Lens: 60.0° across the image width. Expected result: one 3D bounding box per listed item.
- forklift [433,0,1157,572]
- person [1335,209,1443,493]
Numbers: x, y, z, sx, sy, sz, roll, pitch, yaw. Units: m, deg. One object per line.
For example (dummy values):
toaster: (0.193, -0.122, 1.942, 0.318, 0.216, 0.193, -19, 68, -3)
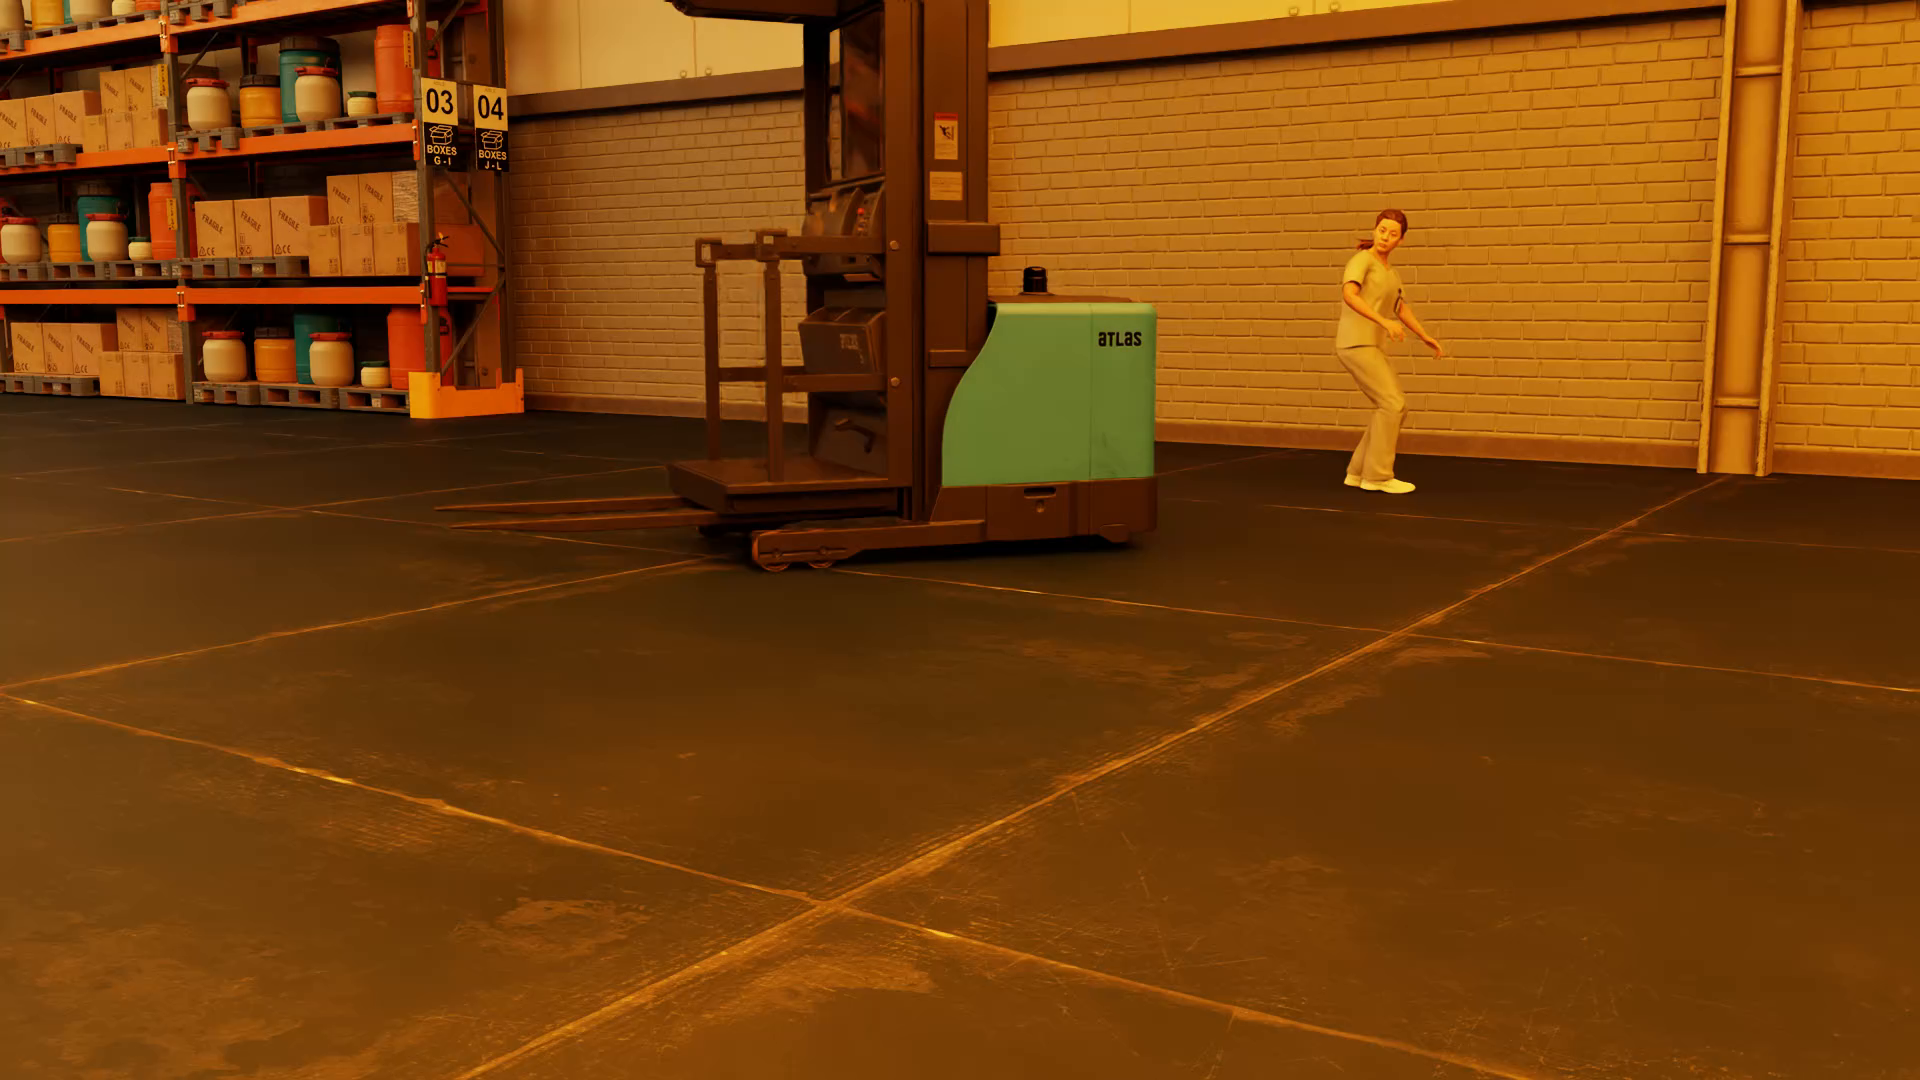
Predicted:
forklift: (-0.689, -1.407, 7.084, 3.031, 2.935, 1.130, -3, 9, -23)
person: (2.436, -1.070, 9.521, 0.505, 1.618, 0.671, 5, 10, 33)
